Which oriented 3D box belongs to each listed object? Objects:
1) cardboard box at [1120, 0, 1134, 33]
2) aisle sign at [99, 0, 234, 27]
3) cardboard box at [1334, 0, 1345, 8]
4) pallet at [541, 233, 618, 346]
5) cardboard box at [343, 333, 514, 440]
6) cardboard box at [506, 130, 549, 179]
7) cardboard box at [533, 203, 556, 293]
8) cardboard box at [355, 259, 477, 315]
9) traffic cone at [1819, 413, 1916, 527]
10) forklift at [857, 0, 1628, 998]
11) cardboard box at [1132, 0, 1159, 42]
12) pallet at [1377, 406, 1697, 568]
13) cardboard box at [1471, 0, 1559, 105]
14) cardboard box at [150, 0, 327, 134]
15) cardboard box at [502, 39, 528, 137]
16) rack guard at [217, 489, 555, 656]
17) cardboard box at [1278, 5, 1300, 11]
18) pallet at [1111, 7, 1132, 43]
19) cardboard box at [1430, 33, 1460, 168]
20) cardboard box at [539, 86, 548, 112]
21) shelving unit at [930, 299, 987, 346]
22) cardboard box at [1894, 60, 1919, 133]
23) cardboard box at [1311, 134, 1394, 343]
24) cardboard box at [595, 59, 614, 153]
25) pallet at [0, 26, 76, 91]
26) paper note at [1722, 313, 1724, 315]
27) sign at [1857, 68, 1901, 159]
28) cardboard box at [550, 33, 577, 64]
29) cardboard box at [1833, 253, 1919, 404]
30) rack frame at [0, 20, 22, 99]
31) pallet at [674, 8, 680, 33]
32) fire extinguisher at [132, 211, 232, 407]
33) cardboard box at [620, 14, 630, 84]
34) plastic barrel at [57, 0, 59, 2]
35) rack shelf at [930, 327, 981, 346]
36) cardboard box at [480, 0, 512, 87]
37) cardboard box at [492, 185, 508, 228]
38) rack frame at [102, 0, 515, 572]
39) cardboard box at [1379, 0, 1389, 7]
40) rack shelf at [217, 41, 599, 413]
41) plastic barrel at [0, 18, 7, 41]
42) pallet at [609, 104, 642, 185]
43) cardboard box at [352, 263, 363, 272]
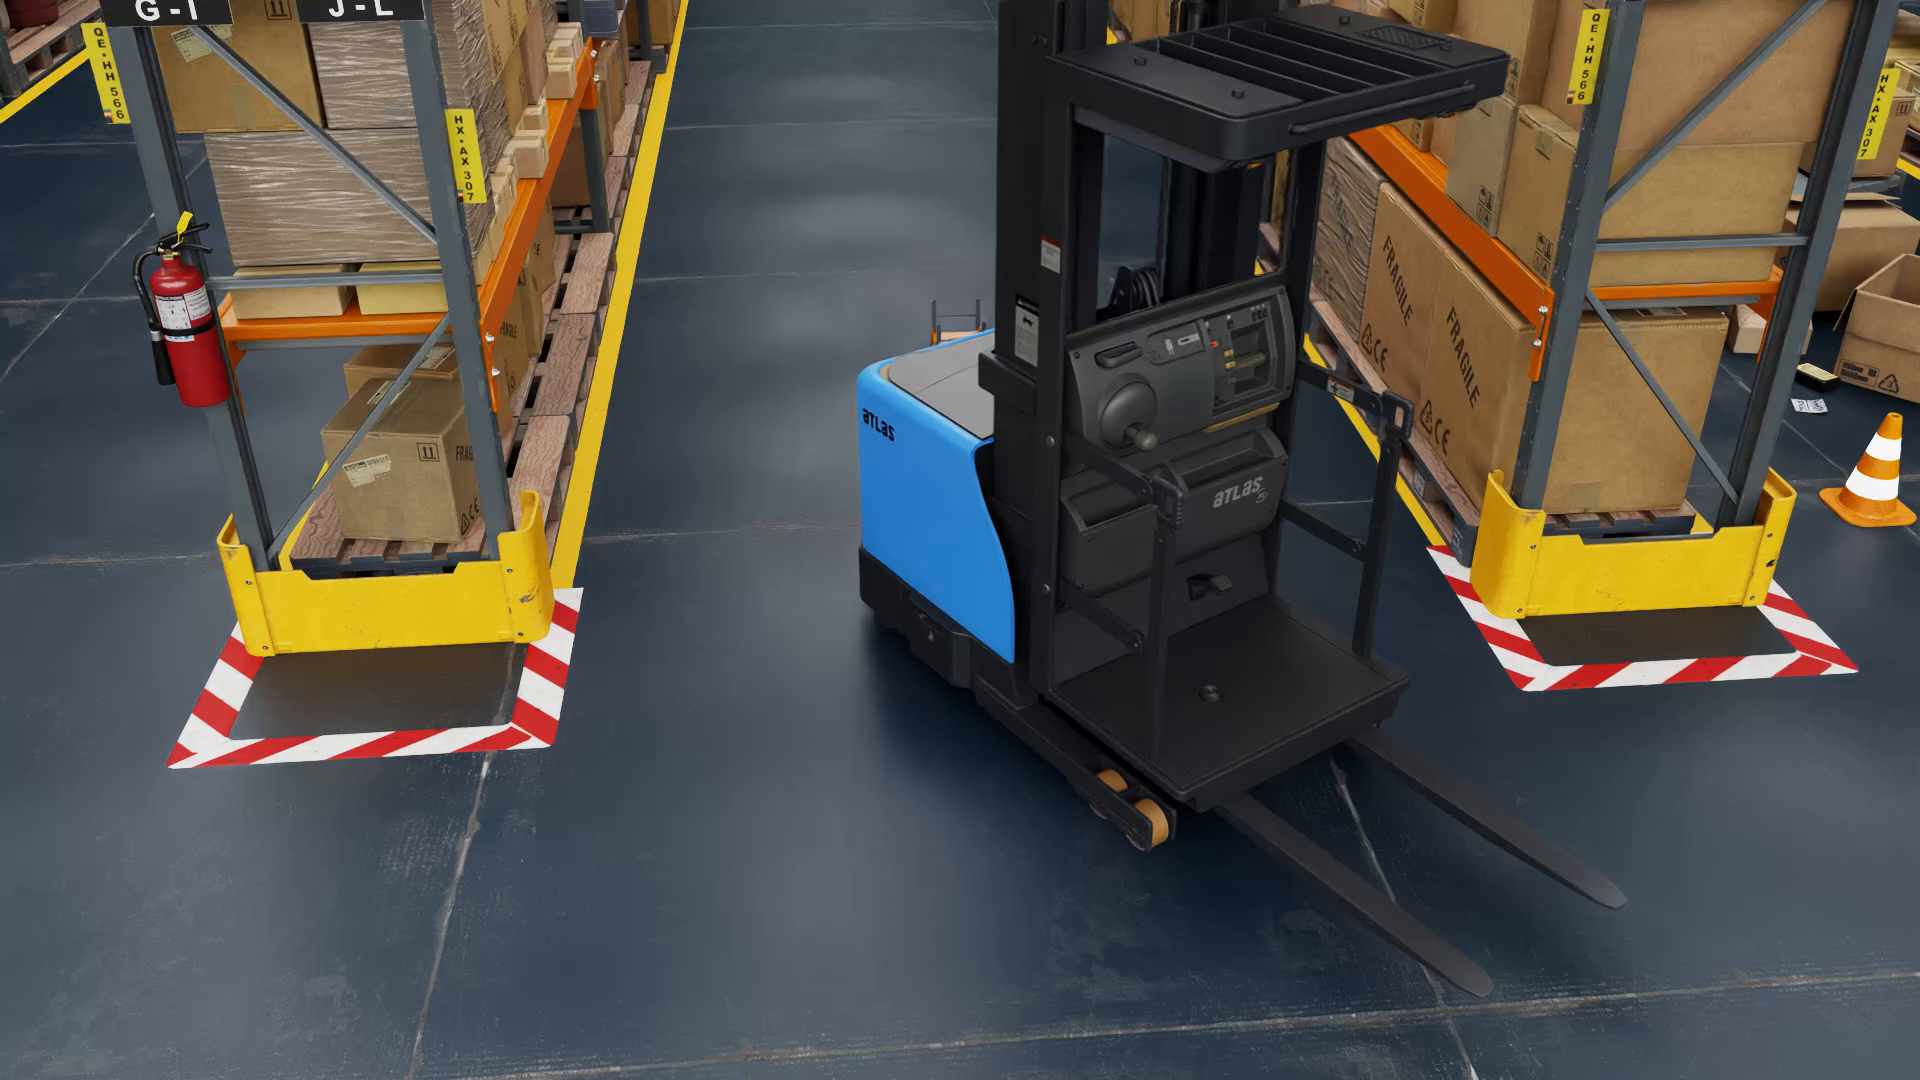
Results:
[{"bbox_3d":[1.652,-4.609,14.069,0.500,0.500,0.500,-3,31,-5],"label":"cardboard box"},{"bbox_3d":[-2.519,-1.978,5.101,0.394,0.787,0.004,-3,31,-5],"label":"aisle sign"},{"bbox_3d":[2.468,-2.733,8.754,0.875,0.550,0.550,-3,31,-5],"label":"cardboard box"},{"bbox_3d":[-2.502,-1.412,9.408,1.003,0.211,1.213,-3,31,-5],"label":"pallet"},{"bbox_3d":[-2.358,-0.638,7.421,0.500,0.500,0.500,5,31,8],"label":"cardboard box"},{"bbox_3d":[-2.059,-1.727,7.462,0.380,0.149,0.250,-3,31,-5],"label":"cardboard box"},{"bbox_3d":[-2.542,-1.559,8.963,0.500,0.500,0.500,7,32,11],"label":"cardboard box"},{"bbox_3d":[-2.016,-0.957,6.172,0.380,0.149,0.250,-3,31,-5],"label":"cardboard box"},{"bbox_3d":[4.085,-0.344,7.375,0.336,0.463,0.334,-3,31,-5],"label":"traffic cone"},{"bbox_3d":[0.859,-0.514,5.251,1.130,2.935,3.031,-20,36,-30],"label":"forklift"},{"bbox_3d":[1.941,-4.078,12.936,1.050,0.750,0.750,-3,31,-5],"label":"cardboard box"},{"bbox_3d":[2.569,-0.301,7.549,1.003,0.211,1.213,-3,31,-5],"label":"pallet"},{"bbox_3d":[2.582,-2.090,6.624,0.875,0.550,0.550,-3,31,-5],"label":"cardboard box"},{"bbox_3d":[-2.524,-1.777,5.937,0.500,0.500,0.500,-3,31,-5],"label":"cardboard box"},{"bbox_3d":[-2.455,-2.123,7.492,0.875,0.500,0.500,-3,31,-5],"label":"cardboard box"},{"bbox_3d":[-2.234,0.126,6.551,1.175,0.500,0.348,-3,31,-5],"label":"rack guard"},{"bbox_3d":[2.033,-3.433,9.974,0.500,0.500,0.500,-3,31,-5],"label":"cardboard box"},{"bbox_3d":[1.902,-4.380,14.377,1.003,0.211,1.213,-3,31,-5],"label":"pallet"},{"bbox_3d":[2.641,-1.917,7.388,0.875,0.550,0.550,-3,31,-5],"label":"cardboard box"},{"bbox_3d":[-2.220,-2.106,8.096,0.380,0.149,0.250,-3,31,-5],"label":"cardboard box"},{"bbox_3d":[-0.005,-0.478,7.027,0.215,1.050,0.252,-3,31,-5],"label":"shelving unit"},{"bbox_3d":[7.144,-3.112,11.687,0.950,0.372,0.625,-1,31,-1],"label":"cardboard box"},{"bbox_3d":[2.425,-1.620,8.699,0.875,0.875,0.875,-3,31,-4],"label":"cardboard box"},{"bbox_3d":[-2.715,-2.910,11.206,0.700,0.500,0.500,-5,31,-9],"label":"cardboard box"},{"bbox_3d":[-8.020,-3.958,13.671,1.003,0.211,1.213,-3,31,-5],"label":"pallet"},{"bbox_3d":[4.296,-1.252,9.325,0.172,0.023,0.155,8,32,13],"label":"paper note"},{"bbox_3d":[3.274,-1.523,5.953,0.100,0.325,0.005,-3,31,-5],"label":"sign"},{"bbox_3d":[-2.274,-2.618,8.954,0.380,0.149,0.250,-3,31,-5],"label":"cardboard box"},{"bbox_3d":[4.955,-1.086,8.578,0.637,0.503,0.797,27,40,37],"label":"cardboard box"},{"bbox_3d":[-7.905,-4.755,12.286,1.000,3.000,0.127,-3,31,-5],"label":"rack frame"},{"bbox_3d":[-3.083,-4.823,15.118,1.003,0.211,1.213,-3,31,-5],"label":"pallet"},{"bbox_3d":[-2.675,-0.794,5.730,0.296,0.674,0.183,-3,31,-5],"label":"fire extinguisher"},{"bbox_3d":[-2.891,-3.767,12.640,0.700,0.500,0.500,-4,31,-7],"label":"cardboard box"},{"bbox_3d":[-8.215,-4.977,14.673,0.421,0.512,0.421,0,31,0],"label":"plastic barrel"},{"bbox_3d":[-0.005,-0.713,6.886,0.215,0.259,0.240,-3,31,-5],"label":"rack shelf"},{"bbox_3d":[-2.046,-2.057,6.406,0.500,0.500,0.500,-3,31,-5],"label":"cardboard box"},{"bbox_3d":[-2.072,-1.341,6.814,0.380,0.149,0.250,-3,31,-5],"label":"cardboard box"},{"bbox_3d":[-2.226,-0.908,5.845,1.000,3.000,0.127,-3,31,-5],"label":"rack frame"},{"bbox_3d":[2.429,-2.917,8.008,0.875,0.550,0.550,-3,31,-5],"label":"cardboard box"},{"bbox_3d":[-2.413,-1.620,7.739,1.077,0.370,4.000,-3,31,-5],"label":"rack shelf"},{"bbox_3d":[-7.968,-4.253,13.151,0.600,0.830,0.708,-3,31,-5],"label":"plastic barrel"},{"bbox_3d":[-2.791,-2.775,11.689,1.003,0.211,1.213,-3,31,-5],"label":"pallet"},{"bbox_3d":[-2.481,-1.063,6.350,0.380,0.149,0.250,-3,31,-5],"label":"cardboard box"}]
